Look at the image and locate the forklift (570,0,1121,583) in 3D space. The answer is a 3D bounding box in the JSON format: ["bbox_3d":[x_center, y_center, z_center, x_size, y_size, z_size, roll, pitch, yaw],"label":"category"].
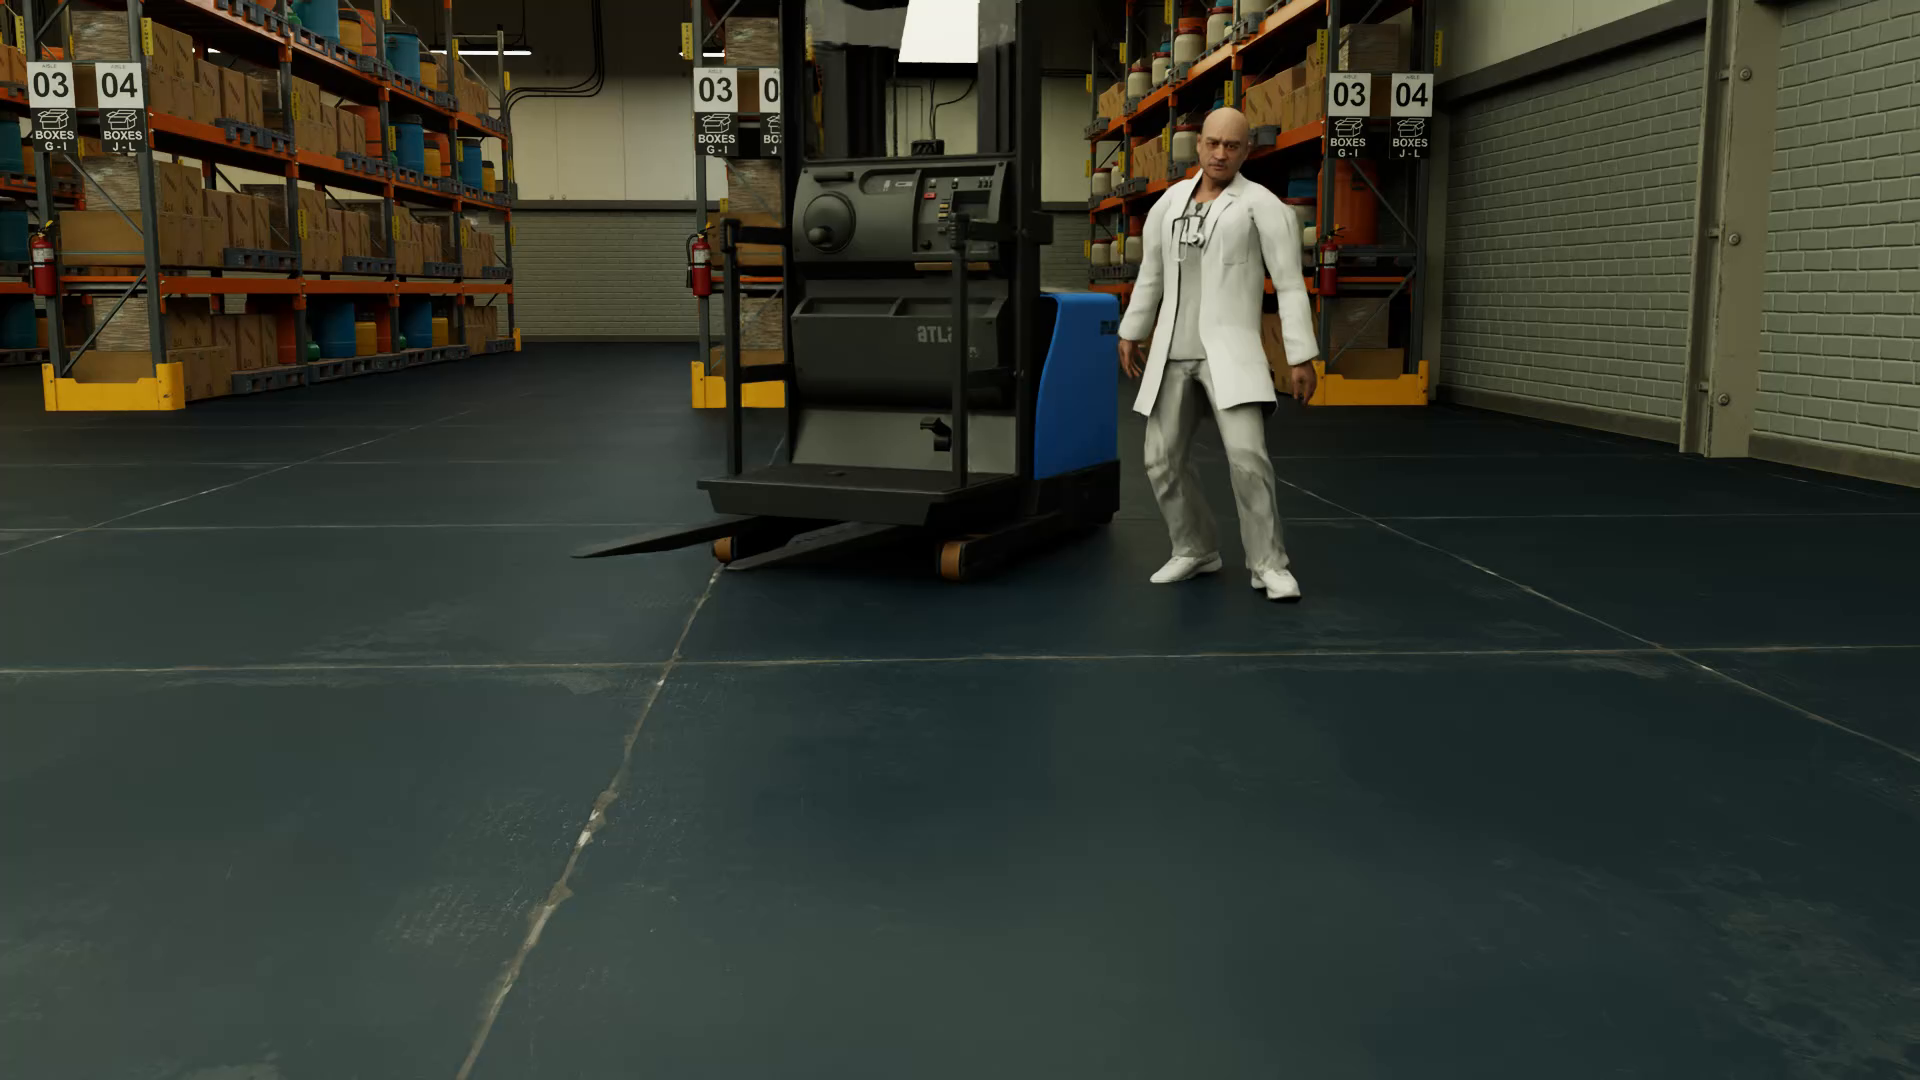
[{"bbox_3d":[-0.337,-1.360,6.489,1.130,2.935,3.031,4,9,25],"label":"forklift"}]

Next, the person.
[{"bbox_3d":[0.929,-0.672,6.089,0.911,1.748,0.509,8,12,43],"label":"person"}]
